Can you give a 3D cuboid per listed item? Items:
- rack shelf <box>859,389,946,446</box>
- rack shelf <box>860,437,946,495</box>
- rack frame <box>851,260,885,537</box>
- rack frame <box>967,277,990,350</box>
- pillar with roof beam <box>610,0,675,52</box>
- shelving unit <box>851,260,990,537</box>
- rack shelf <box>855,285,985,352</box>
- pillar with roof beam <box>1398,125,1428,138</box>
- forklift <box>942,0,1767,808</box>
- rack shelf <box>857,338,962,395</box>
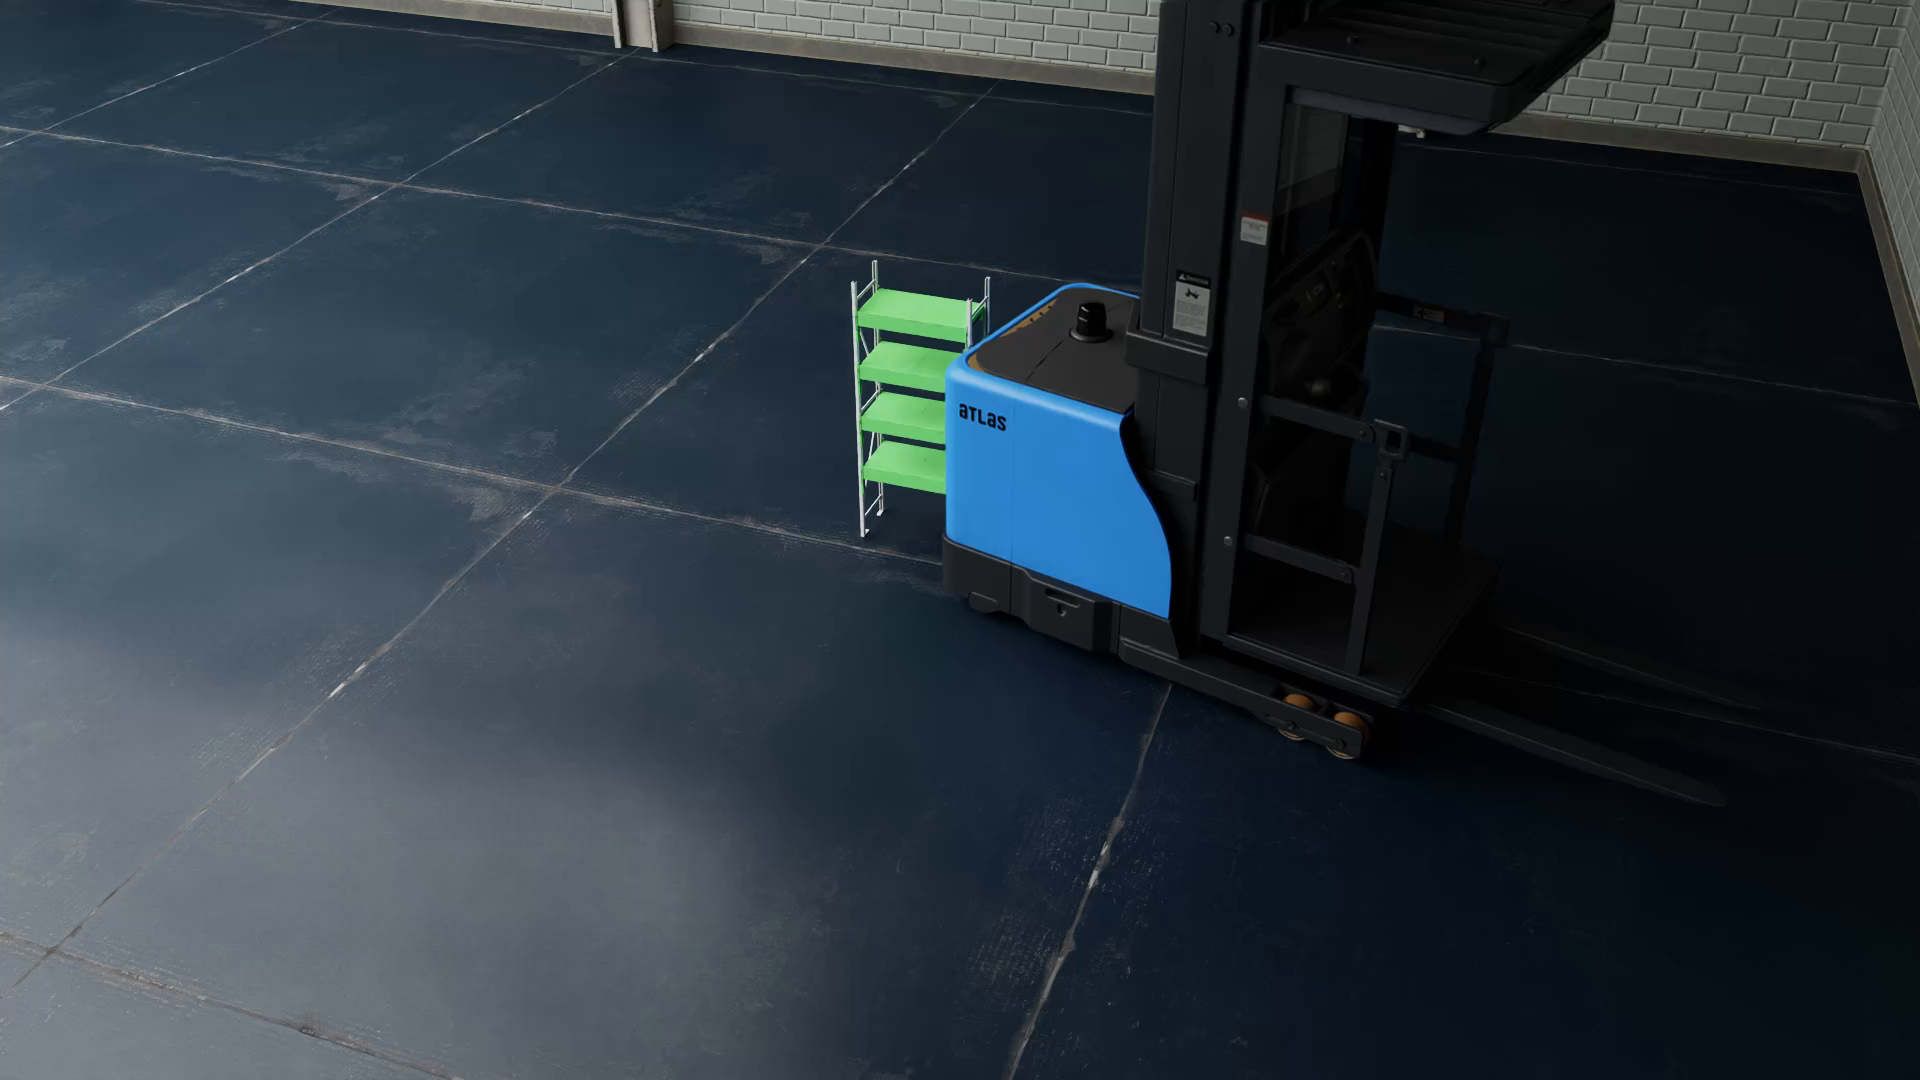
[{"bbox_3d":[-0.156,-0.481,7.006,0.480,0.148,0.258,11,34,16],"label":"rack shelf"},{"bbox_3d":[-0.156,-0.279,7.136,0.480,0.148,0.258,11,34,16],"label":"rack shelf"},{"bbox_3d":[-0.386,-0.579,7.041,0.015,1.200,0.240,11,34,16],"label":"rack frame"},{"bbox_3d":[0.074,-0.490,6.902,0.015,1.200,0.240,11,34,16],"label":"rack frame"},{"bbox_3d":[-3.996,-5.595,7.619,0.400,9.000,9.100,11,34,16],"label":"pillar with roof beam"},{"bbox_3d":[-0.156,-0.534,6.971,0.503,1.200,0.258,11,34,16],"label":"shelving unit"},{"bbox_3d":[-0.156,-0.884,6.746,0.480,0.148,0.258,11,34,16],"label":"rack shelf"},{"bbox_3d":[1.653,-4.497,5.918,0.400,9.000,9.100,11,34,16],"label":"pillar with roof beam"},{"bbox_3d":[1.439,-0.768,5.738,3.031,2.935,1.130,20,38,28],"label":"forklift"},{"bbox_3d":[-0.156,-0.682,6.876,0.480,0.148,0.258,11,34,16],"label":"rack shelf"}]
